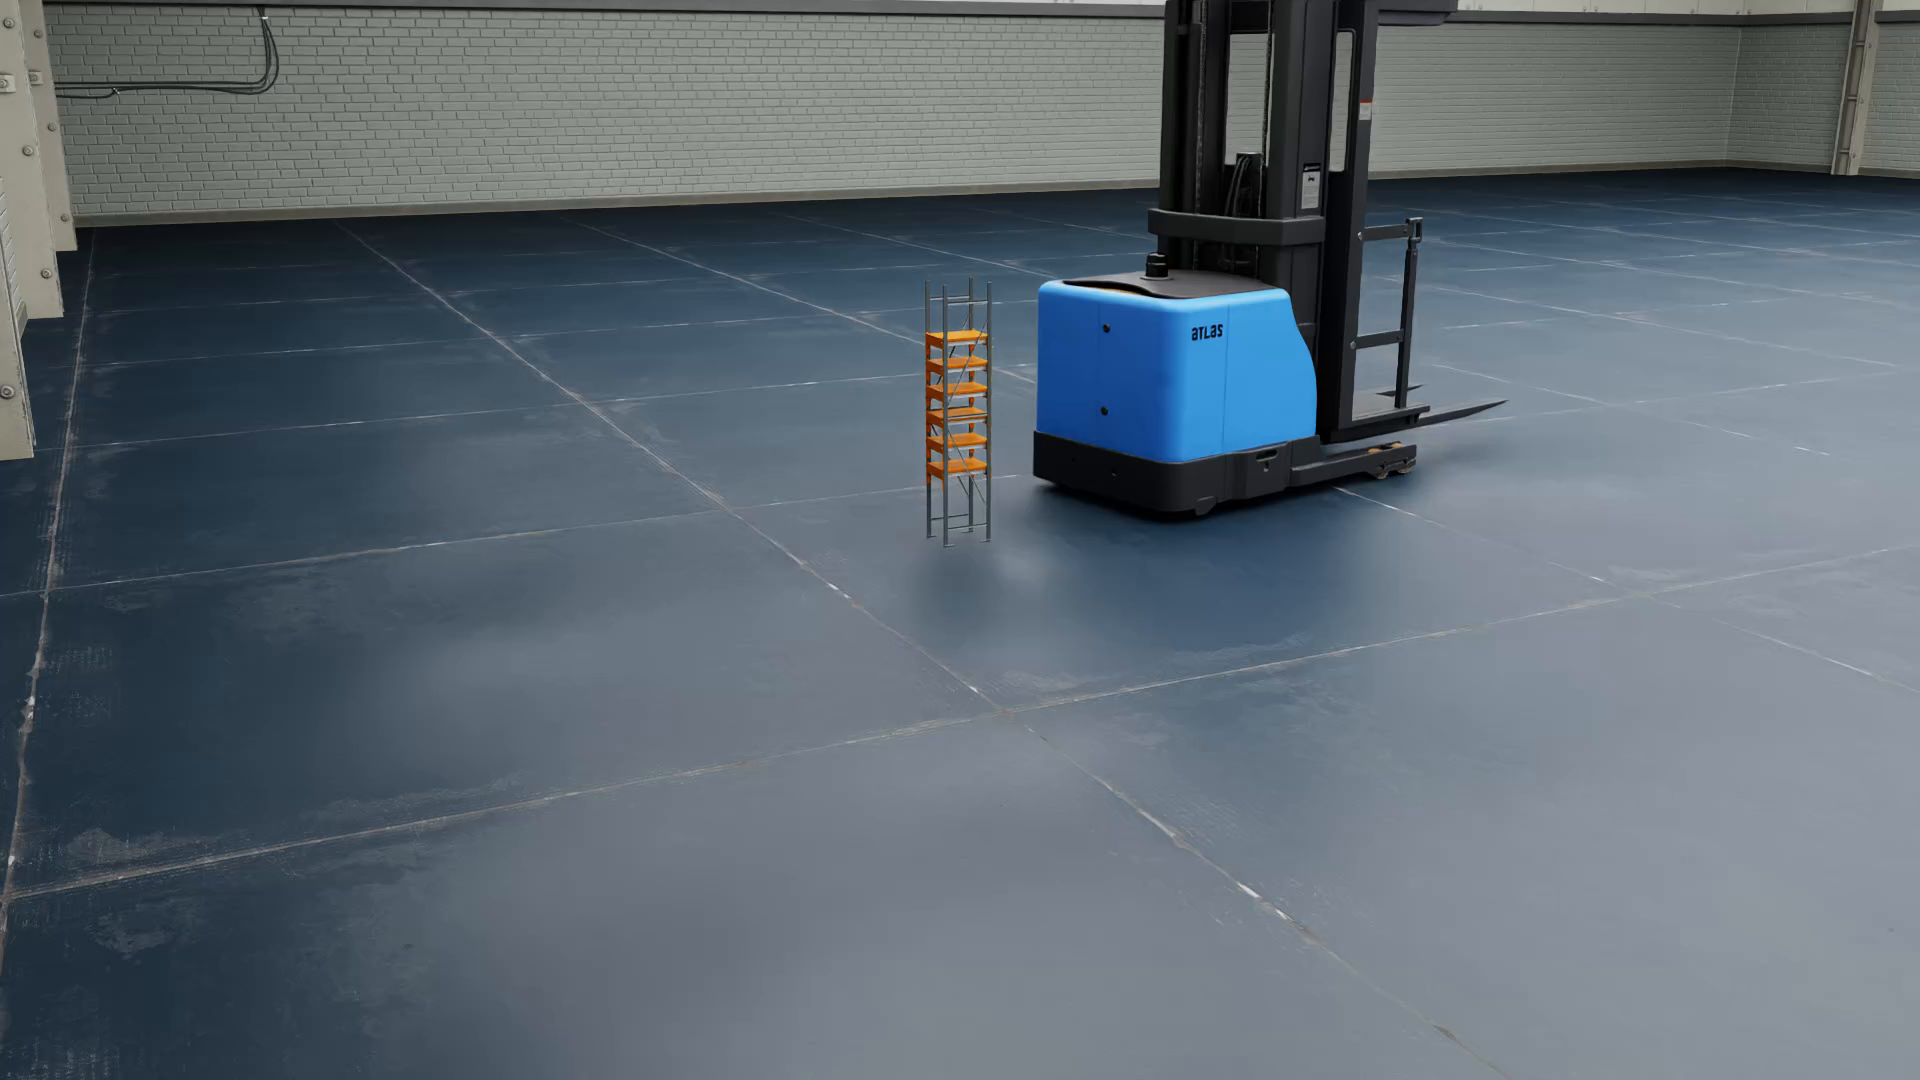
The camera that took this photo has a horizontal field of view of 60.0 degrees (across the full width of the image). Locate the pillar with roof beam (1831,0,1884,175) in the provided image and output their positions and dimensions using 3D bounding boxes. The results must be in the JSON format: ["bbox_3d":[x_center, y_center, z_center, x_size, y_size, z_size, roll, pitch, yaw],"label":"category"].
[{"bbox_3d":[13.741,-11.082,30.054,9.100,9.000,0.400,-8,18,-25],"label":"pillar with roof beam"}]

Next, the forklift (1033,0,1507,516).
[{"bbox_3d":[1.847,-1.834,8.827,3.031,2.935,1.130,-12,20,-37],"label":"forklift"}]

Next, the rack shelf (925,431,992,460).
[{"bbox_3d":[-0.006,-0.422,7.643,0.258,0.103,0.180,-8,18,-25],"label":"rack shelf"}]

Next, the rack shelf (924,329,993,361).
[{"bbox_3d":[-0.006,-0.884,7.511,0.258,0.103,0.180,-8,18,-25],"label":"rack shelf"}]

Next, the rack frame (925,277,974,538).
[{"bbox_3d":[-0.046,-0.603,7.677,0.240,1.200,0.006,-8,18,-25],"label":"rack frame"}]

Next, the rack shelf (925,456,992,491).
[{"bbox_3d":[-0.006,-0.307,7.676,0.258,0.103,0.180,-8,18,-25],"label":"rack shelf"}]

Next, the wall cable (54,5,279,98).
[{"bbox_3d":[-10.807,-7.194,22.133,3.097,2.526,0.112,-8,18,-25],"label":"wall cable"}]

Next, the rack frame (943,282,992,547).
[{"bbox_3d":[0.034,-0.558,7.519,0.240,1.200,0.006,-8,18,-25],"label":"rack frame"}]

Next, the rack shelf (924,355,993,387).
[{"bbox_3d":[-0.006,-0.768,7.544,0.258,0.103,0.180,-8,18,-25],"label":"rack shelf"}]

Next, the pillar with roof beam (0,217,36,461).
[{"bbox_3d":[-1.578,-5.341,10.047,9.100,9.000,0.400,-8,18,-25],"label":"pillar with roof beam"}]

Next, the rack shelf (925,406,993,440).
[{"bbox_3d":[-0.006,-0.538,7.610,0.258,0.103,0.180,-8,18,-25],"label":"rack shelf"}]

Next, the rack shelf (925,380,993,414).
[{"bbox_3d":[-0.006,-0.653,7.577,0.258,0.103,0.180,-8,18,-25],"label":"rack shelf"}]

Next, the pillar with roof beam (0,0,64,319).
[{"bbox_3d":[-4.207,-6.828,15.231,9.100,9.000,0.400,-8,18,-25],"label":"pillar with roof beam"}]

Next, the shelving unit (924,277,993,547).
[{"bbox_3d":[-0.006,-0.580,7.598,0.258,1.200,0.189,-8,18,-25],"label":"shelving unit"}]

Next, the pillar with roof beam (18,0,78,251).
[{"bbox_3d":[-6.835,-8.316,20.415,9.100,9.000,0.400,-8,18,-25],"label":"pillar with roof beam"}]
